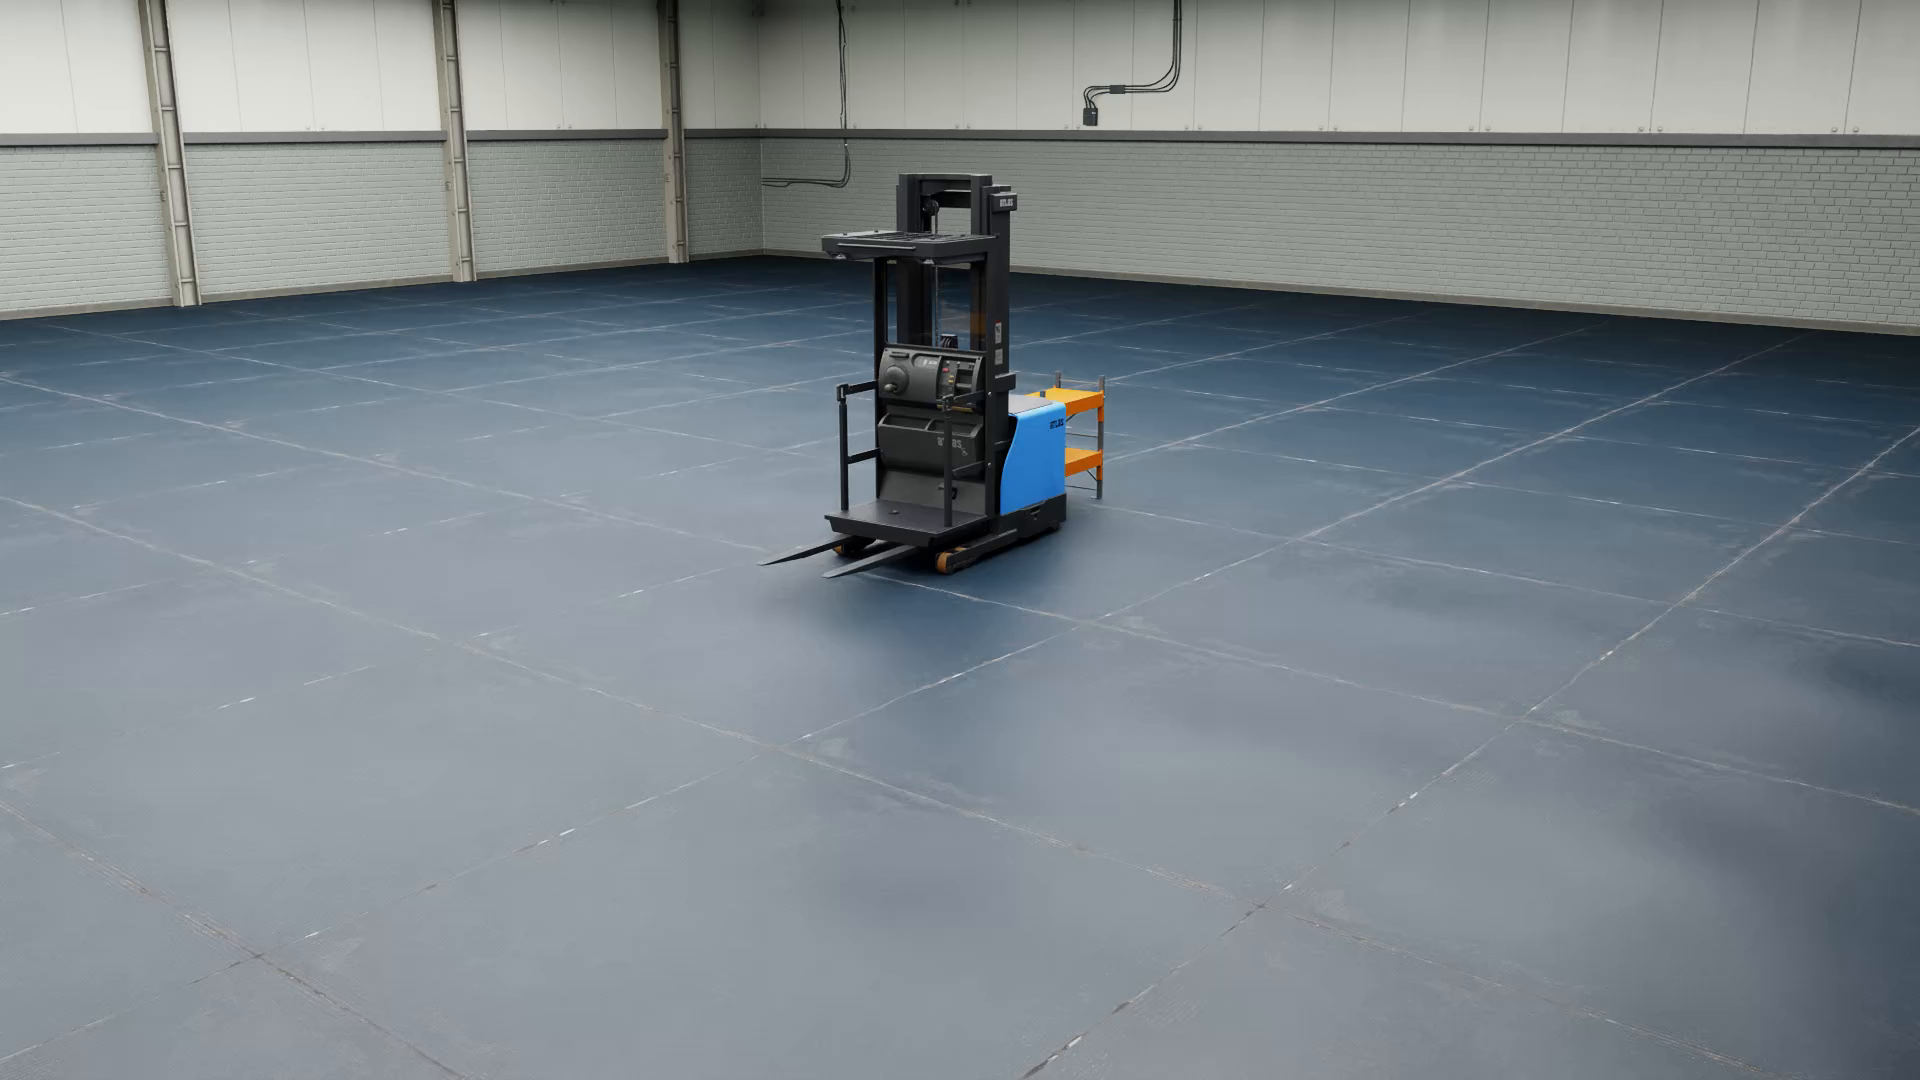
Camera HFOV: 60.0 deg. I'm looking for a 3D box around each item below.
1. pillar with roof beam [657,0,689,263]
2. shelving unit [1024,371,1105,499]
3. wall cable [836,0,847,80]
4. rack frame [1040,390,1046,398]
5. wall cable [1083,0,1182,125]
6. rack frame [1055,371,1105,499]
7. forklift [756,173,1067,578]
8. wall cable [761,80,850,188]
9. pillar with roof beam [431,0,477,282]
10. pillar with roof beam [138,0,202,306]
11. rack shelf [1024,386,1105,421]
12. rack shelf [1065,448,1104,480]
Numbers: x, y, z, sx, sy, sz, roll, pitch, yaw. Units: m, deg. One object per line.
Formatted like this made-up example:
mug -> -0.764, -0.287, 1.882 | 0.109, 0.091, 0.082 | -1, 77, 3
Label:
pillar with roof beam -> -3.380, -10.335, 36.030 | 9.100, 9.000, 0.400 | 11, 18, 38
shelving unit -> 0.792, -0.849, 14.680 | 0.538, 1.125, 1.048 | 9, 17, 33
wall cable -> -1.744, -11.885, 38.180 | 3.097, 2.526, 0.112 | 11, 18, 38
rack frame -> 0.508, -0.745, 14.271 | 0.500, 1.125, 0.032 | 9, 17, 33
wall cable -> 3.526, -11.537, 33.854 | 2.305, 6.003, 0.169 | 11, 18, 38
rack frame -> 1.077, -0.953, 15.088 | 0.500, 1.125, 0.032 | 9, 17, 33
forklift -> -0.350, -1.294, 12.763 | 1.130, 2.935, 3.031 | 10, 17, 33
wall cable -> -3.848, -9.856, 40.450 | 3.097, 2.526, 0.112 | 11, 18, 38
pillar with roof beam -> -7.151, -9.186, 31.507 | 9.100, 9.000, 0.400 | 11, 18, 38
pillar with roof beam -> -10.922, -8.037, 26.983 | 9.100, 9.000, 0.400 | 11, 18, 38
rack shelf -> 0.792, -1.133, 14.608 | 0.538, 0.278, 1.000 | 9, 17, 33
rack shelf -> 0.792, -0.612, 14.740 | 0.538, 0.278, 1.000 | 9, 17, 33
